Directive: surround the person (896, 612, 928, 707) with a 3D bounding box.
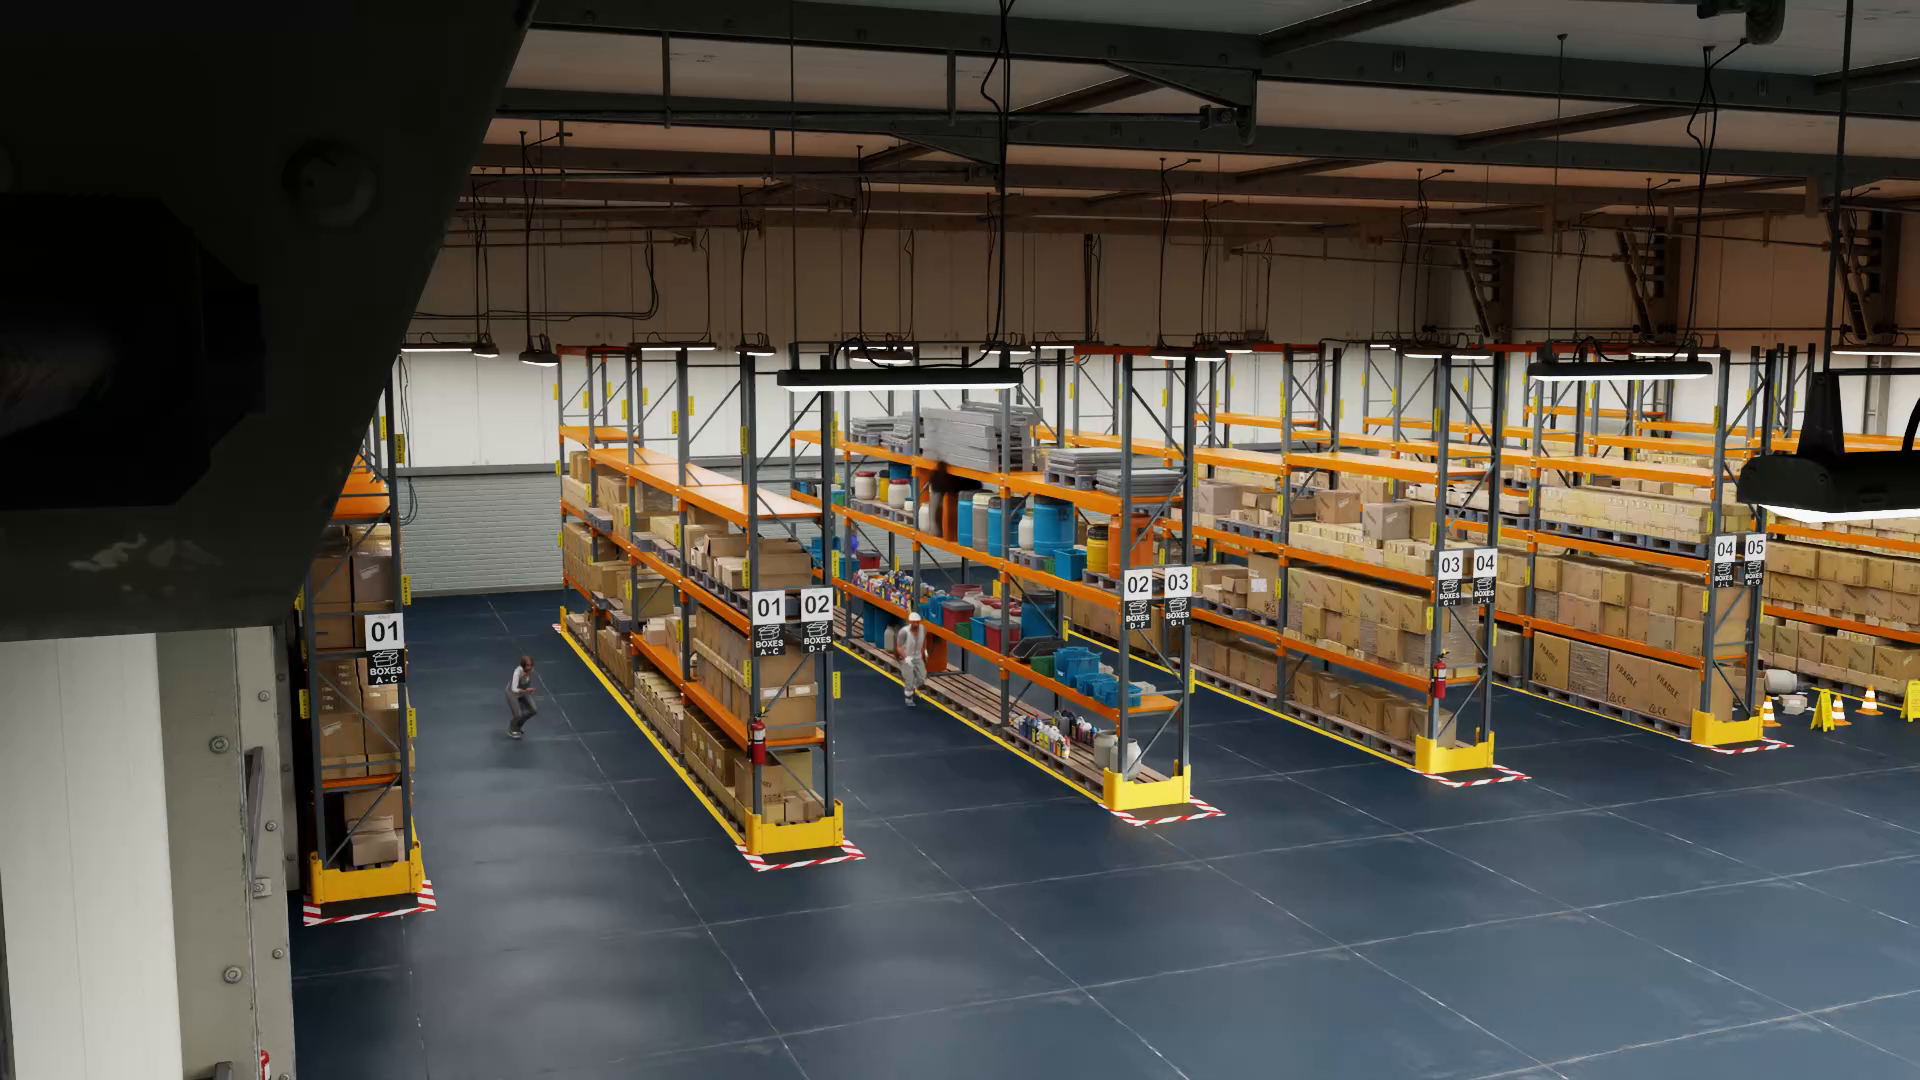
[{"bbox_3d":[-0.803,1.982,27.776,0.680,1.671,0.837,-4,8,-30],"label":"person"}]

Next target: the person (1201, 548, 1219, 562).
[{"bbox_3d":[6.367,0.159,41.780,0.571,1.749,0.661,-3,8,-24],"label":"person"}]

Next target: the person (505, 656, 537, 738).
[{"bbox_3d":[-6.725,2.416,25.559,0.889,1.375,0.583,5,9,34],"label":"person"}]

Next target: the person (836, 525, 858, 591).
[{"bbox_3d":[-2.584,0.483,39.893,0.878,1.542,0.575,3,8,23],"label":"person"}]
